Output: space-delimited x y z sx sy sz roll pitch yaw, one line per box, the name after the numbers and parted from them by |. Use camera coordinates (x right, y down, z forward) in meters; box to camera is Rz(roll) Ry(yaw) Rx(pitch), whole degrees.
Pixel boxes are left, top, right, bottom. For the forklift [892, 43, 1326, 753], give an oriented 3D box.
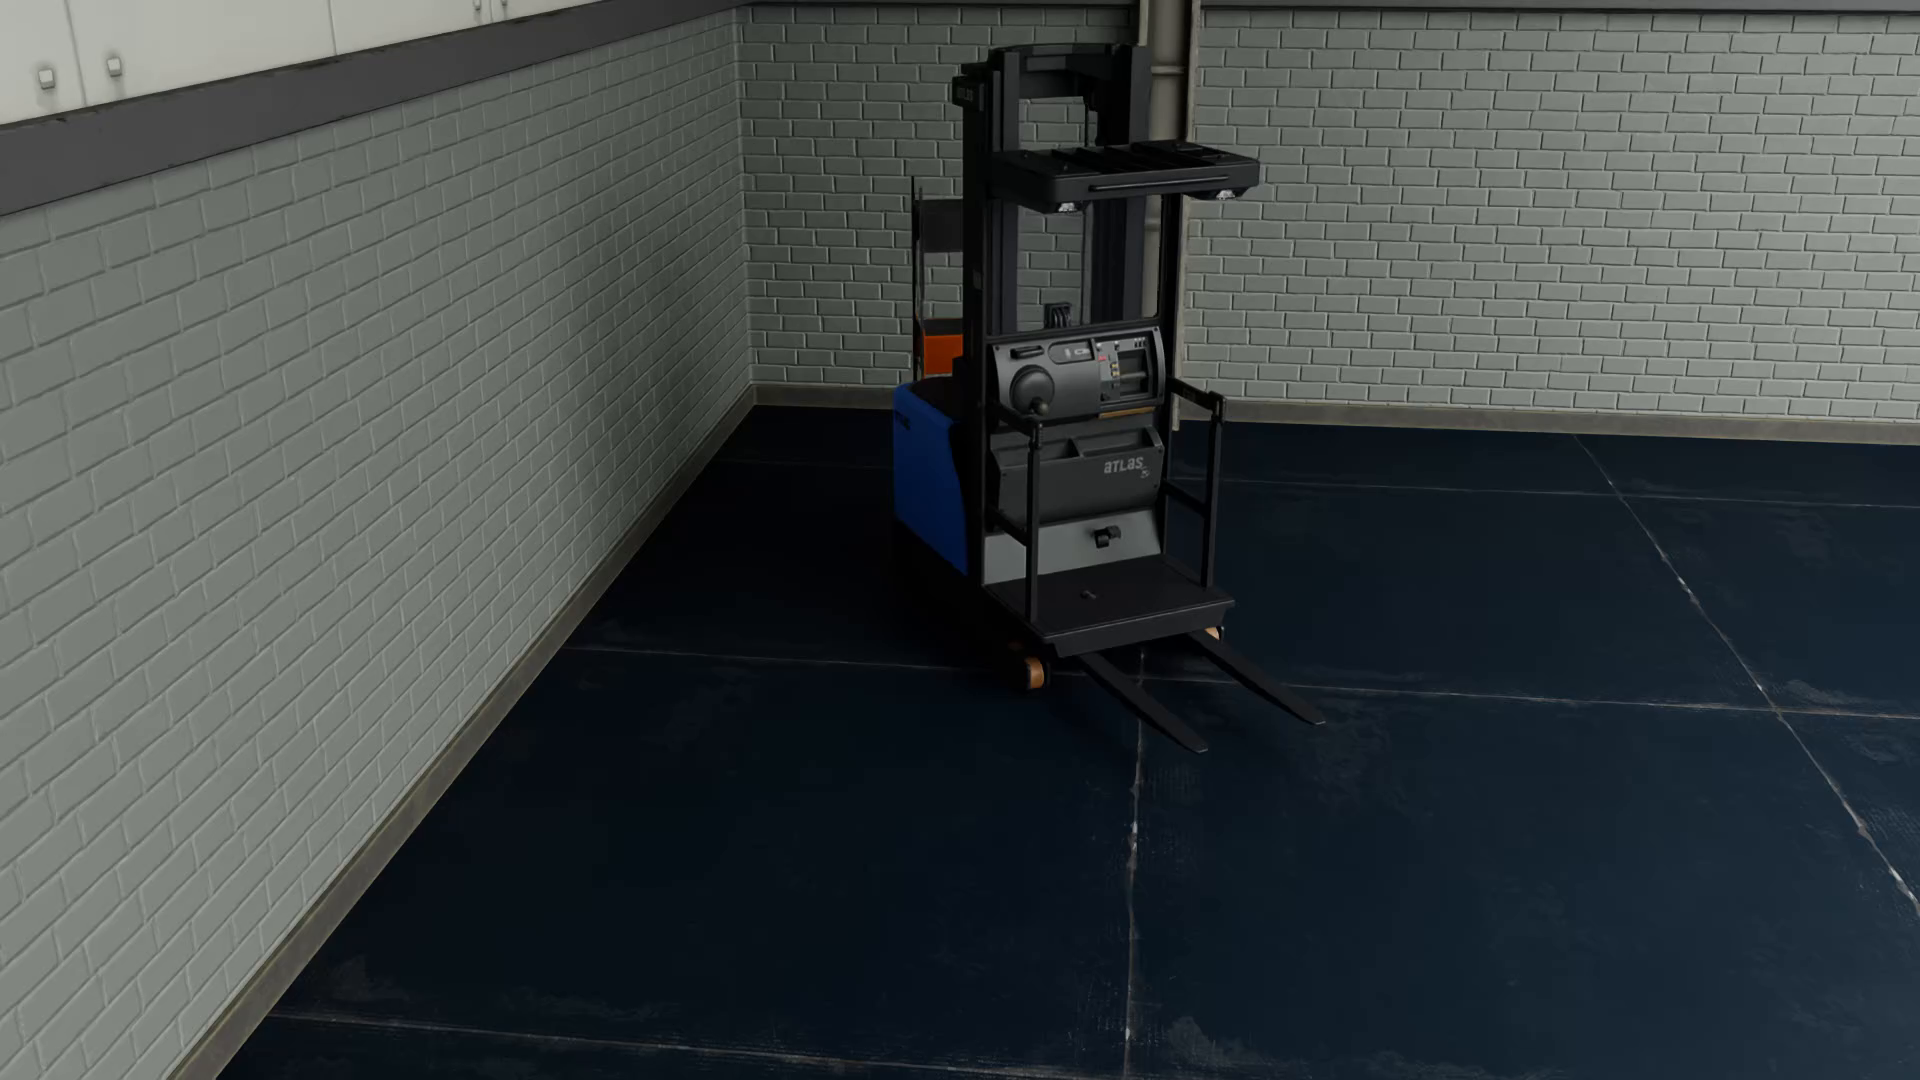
0.681 -0.812 8.006 1.130 2.935 3.031 -9 23 -23 | forklift

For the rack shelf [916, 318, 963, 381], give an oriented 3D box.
-0.002 -1.033 9.734 0.480 0.518 0.431 -3 22 -8 | rack shelf

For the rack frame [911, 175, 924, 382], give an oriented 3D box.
-0.243 -1.033 9.696 0.015 2.100 0.400 -3 22 -8 | rack frame

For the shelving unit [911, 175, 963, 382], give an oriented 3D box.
-0.002 -1.046 9.729 0.503 2.100 0.431 -3 22 -8 | shelving unit

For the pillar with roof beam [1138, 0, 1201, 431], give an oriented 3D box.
0.883 -3.459 6.450 0.400 9.000 9.100 2 22 6 | pillar with roof beam

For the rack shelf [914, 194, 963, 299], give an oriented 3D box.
-0.002 -1.684 9.477 0.480 0.518 0.431 -3 22 -8 | rack shelf
